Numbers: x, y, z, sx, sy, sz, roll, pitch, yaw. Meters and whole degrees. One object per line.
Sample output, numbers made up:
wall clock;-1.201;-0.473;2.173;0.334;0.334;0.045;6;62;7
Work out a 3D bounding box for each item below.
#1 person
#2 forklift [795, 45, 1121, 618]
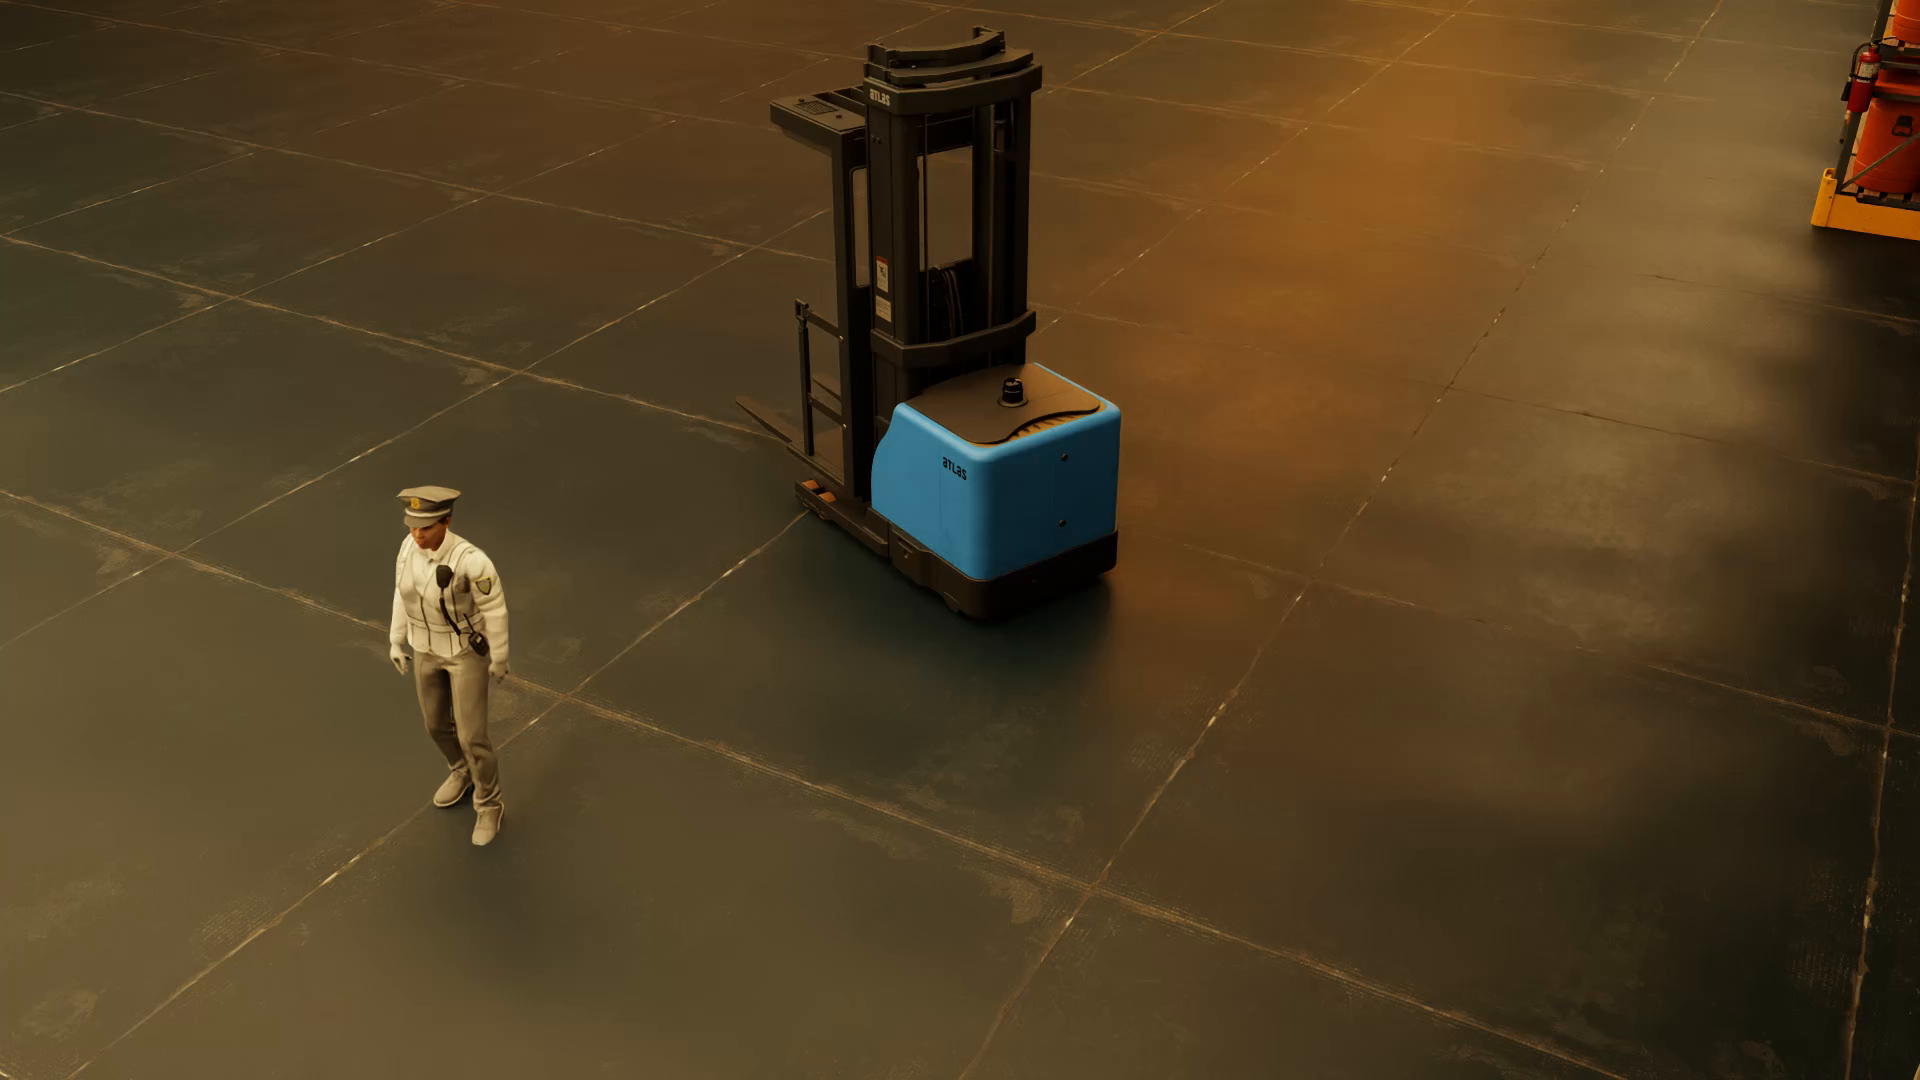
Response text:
person;-2.317;0.568;7.438;0.539;1.675;0.470;12;32;19
forklift;-0.046;-1.274;9.341;1.129;2.867;1.939;-20;35;-31
